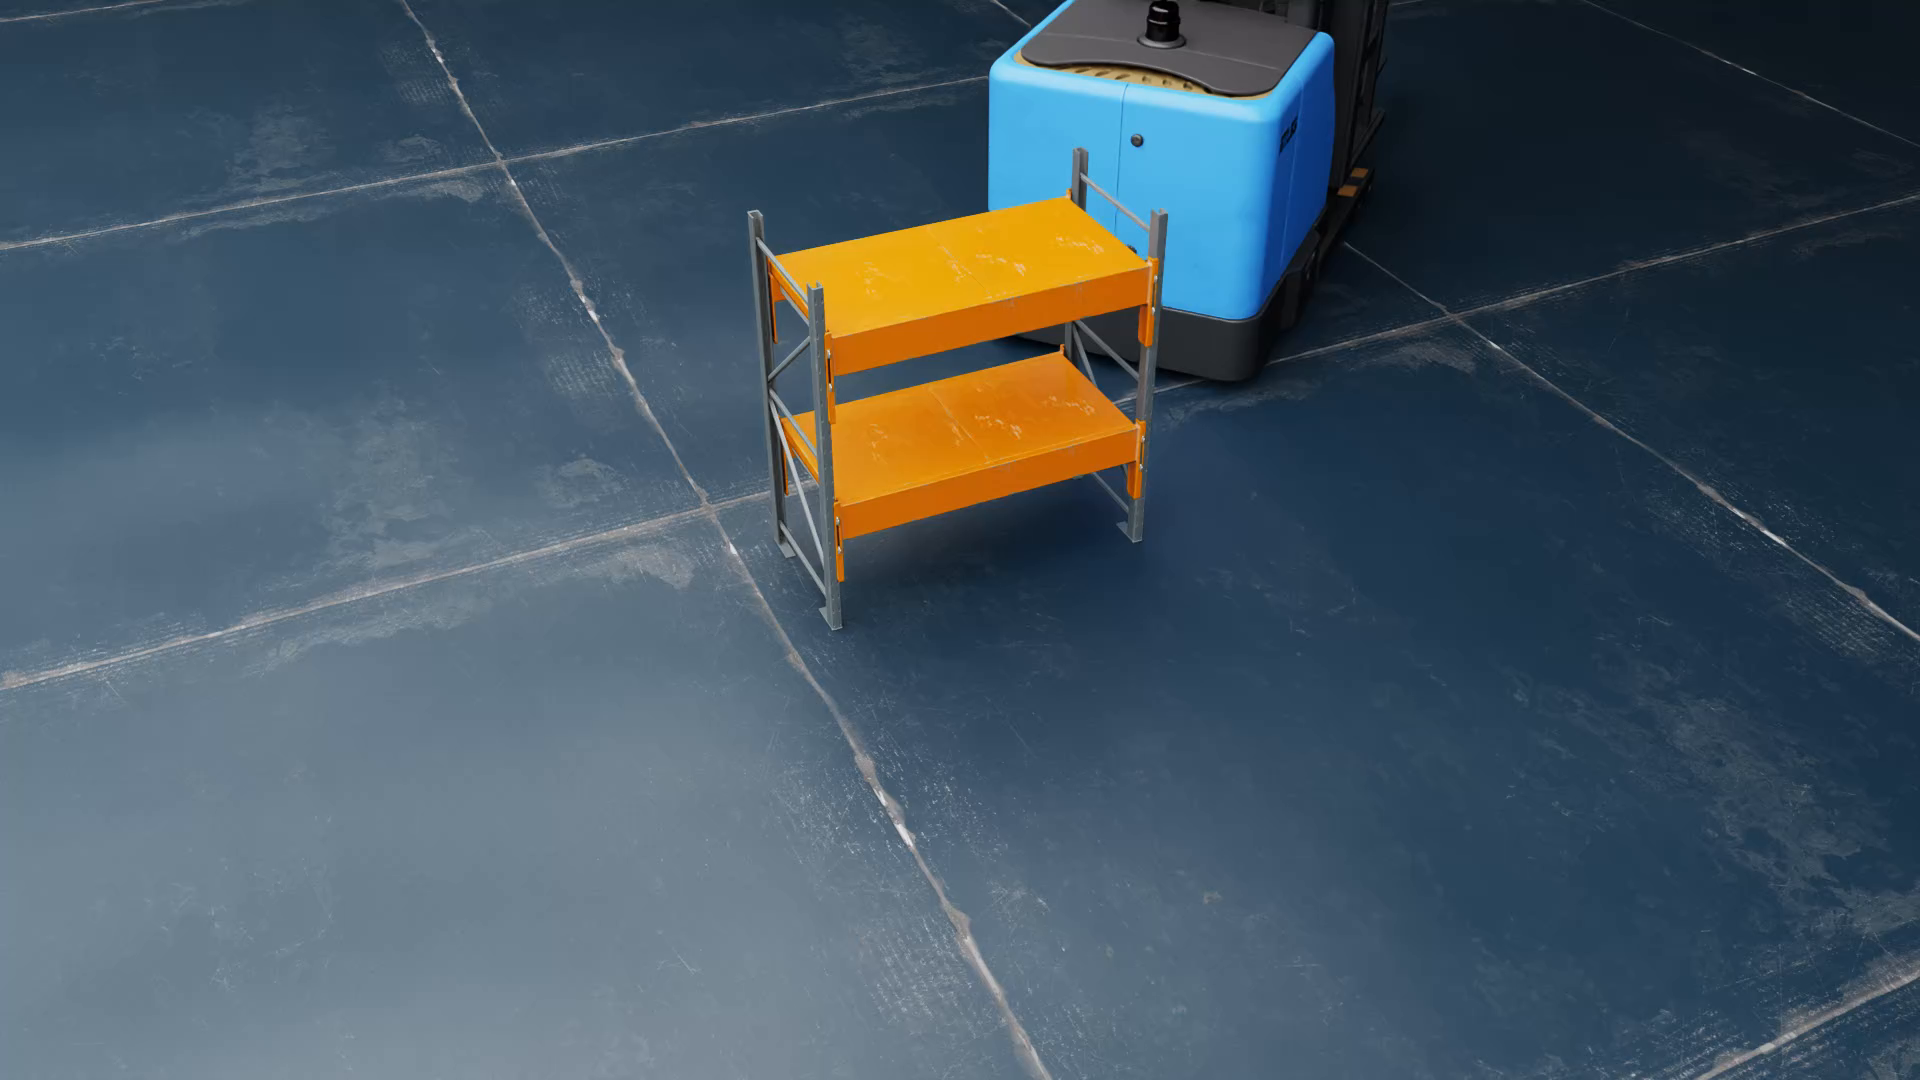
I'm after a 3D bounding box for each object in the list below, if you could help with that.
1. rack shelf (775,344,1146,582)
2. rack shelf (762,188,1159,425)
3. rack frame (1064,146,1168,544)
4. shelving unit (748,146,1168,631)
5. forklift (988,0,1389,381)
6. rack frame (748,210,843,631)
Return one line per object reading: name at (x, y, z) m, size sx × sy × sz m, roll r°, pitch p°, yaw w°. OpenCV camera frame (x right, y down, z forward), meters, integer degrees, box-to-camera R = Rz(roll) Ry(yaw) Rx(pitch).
rack shelf at (-0.006, -0.254, 5.058) m, size 1.000 × 0.278 × 0.538 m, roll -16°, pitch 39°, yaw -20°
rack shelf at (-0.006, -0.685, 4.738) m, size 1.000 × 0.278 × 0.538 m, roll -16°, pitch 39°, yaw -20°
rack frame at (0.454, -0.579, 5.086) m, size 0.032 × 1.125 × 0.500 m, roll -16°, pitch 39°, yaw -20°
shelving unit at (-0.006, -0.450, 4.913) m, size 1.048 × 1.125 × 0.538 m, roll -16°, pitch 39°, yaw -20°
forklift at (1.144, -2.610, 6.309) m, size 1.130 × 2.935 × 3.031 m, roll 15°, pitch 39°, yaw 19°
rack frame at (-0.466, -0.321, 4.739) m, size 0.032 × 1.125 × 0.500 m, roll -16°, pitch 39°, yaw -20°
